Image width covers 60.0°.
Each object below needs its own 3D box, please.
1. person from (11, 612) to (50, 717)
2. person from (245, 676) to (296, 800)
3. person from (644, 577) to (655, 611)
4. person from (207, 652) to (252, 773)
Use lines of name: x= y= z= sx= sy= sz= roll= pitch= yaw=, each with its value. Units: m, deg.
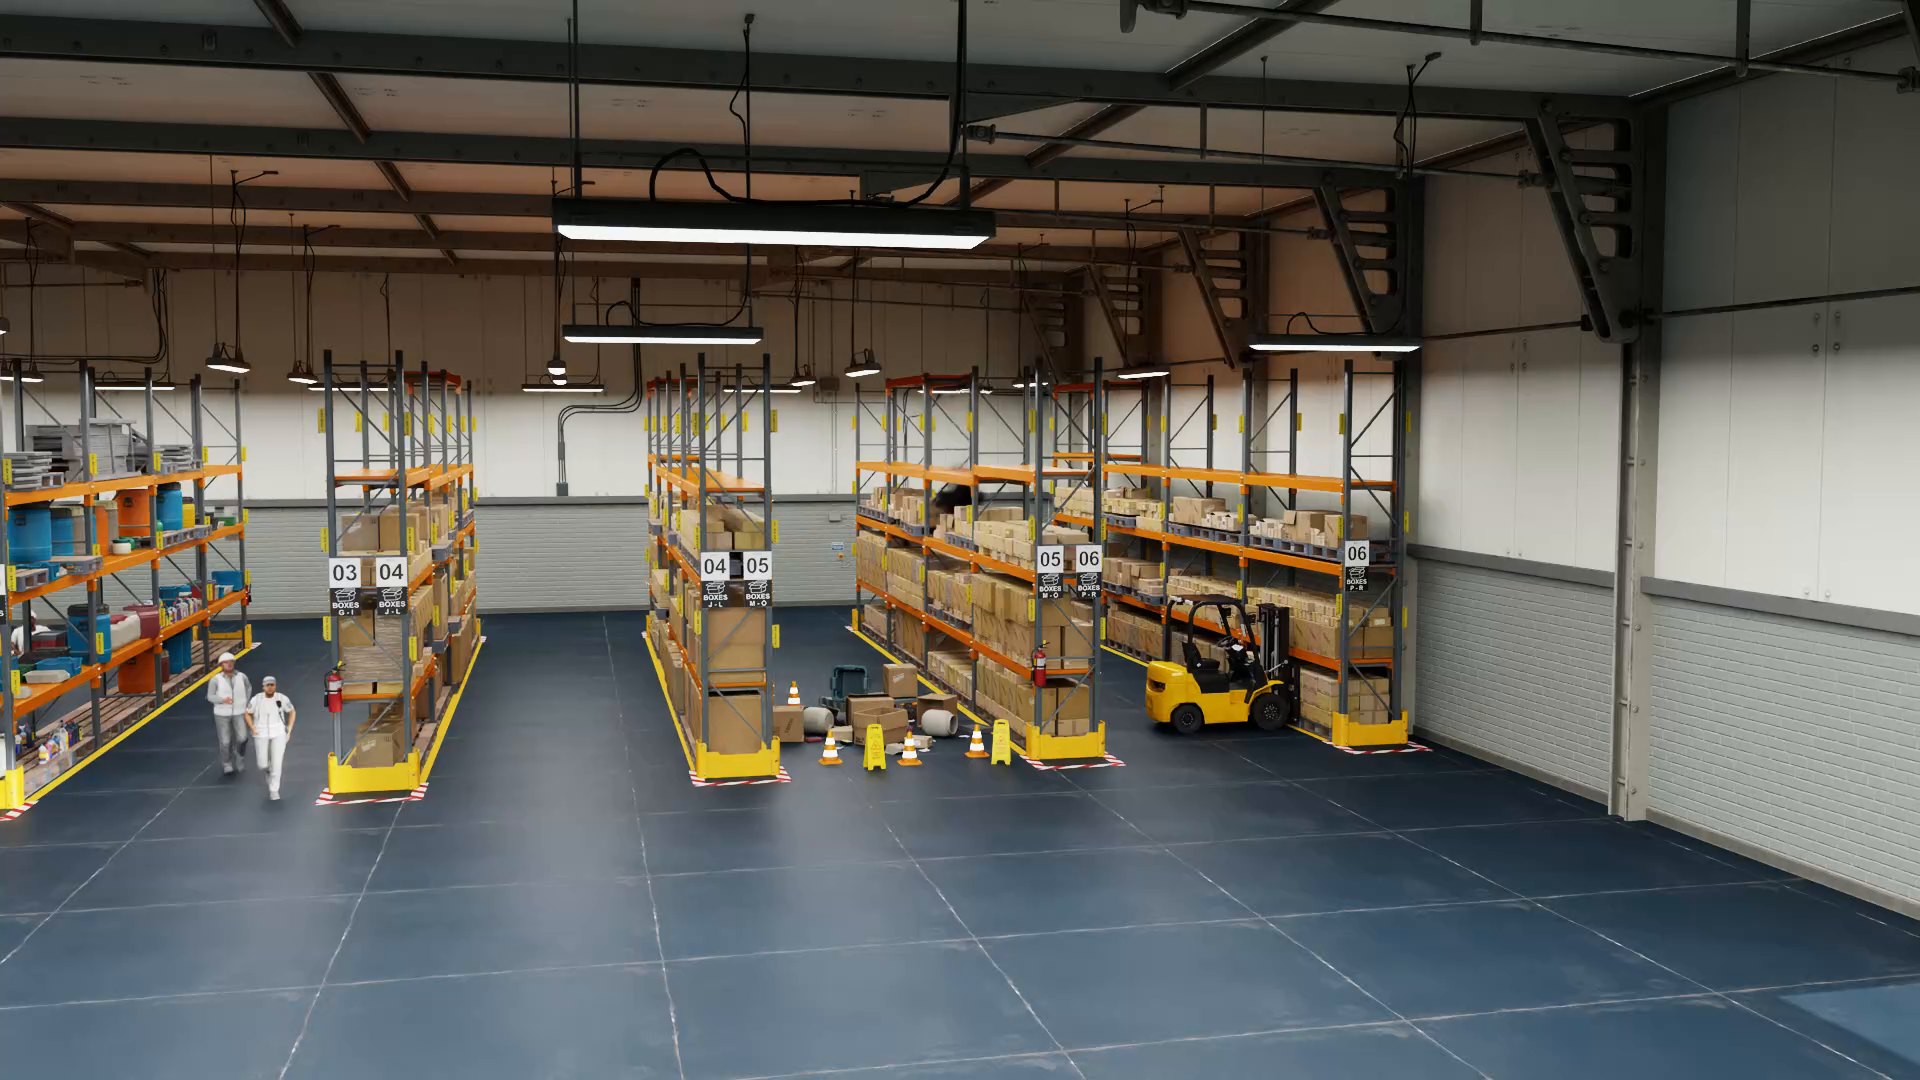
person: x=-16.162 y=2.119 z=28.909 sx=0.663 sy=1.772 sz=1.146 roll=-1 pitch=4 yaw=-9
person: x=-9.290 y=2.645 z=22.410 sx=0.642 sy=1.646 sz=0.587 roll=-1 pitch=4 yaw=-16
person: x=-7.330 y=1.321 z=40.447 sx=0.760 sy=1.854 sz=0.719 roll=-4 pitch=5 yaw=-43
person: x=-10.377 y=2.468 z=23.695 sx=0.635 sy=1.735 sz=0.650 roll=-3 pitch=5 yaw=-33
